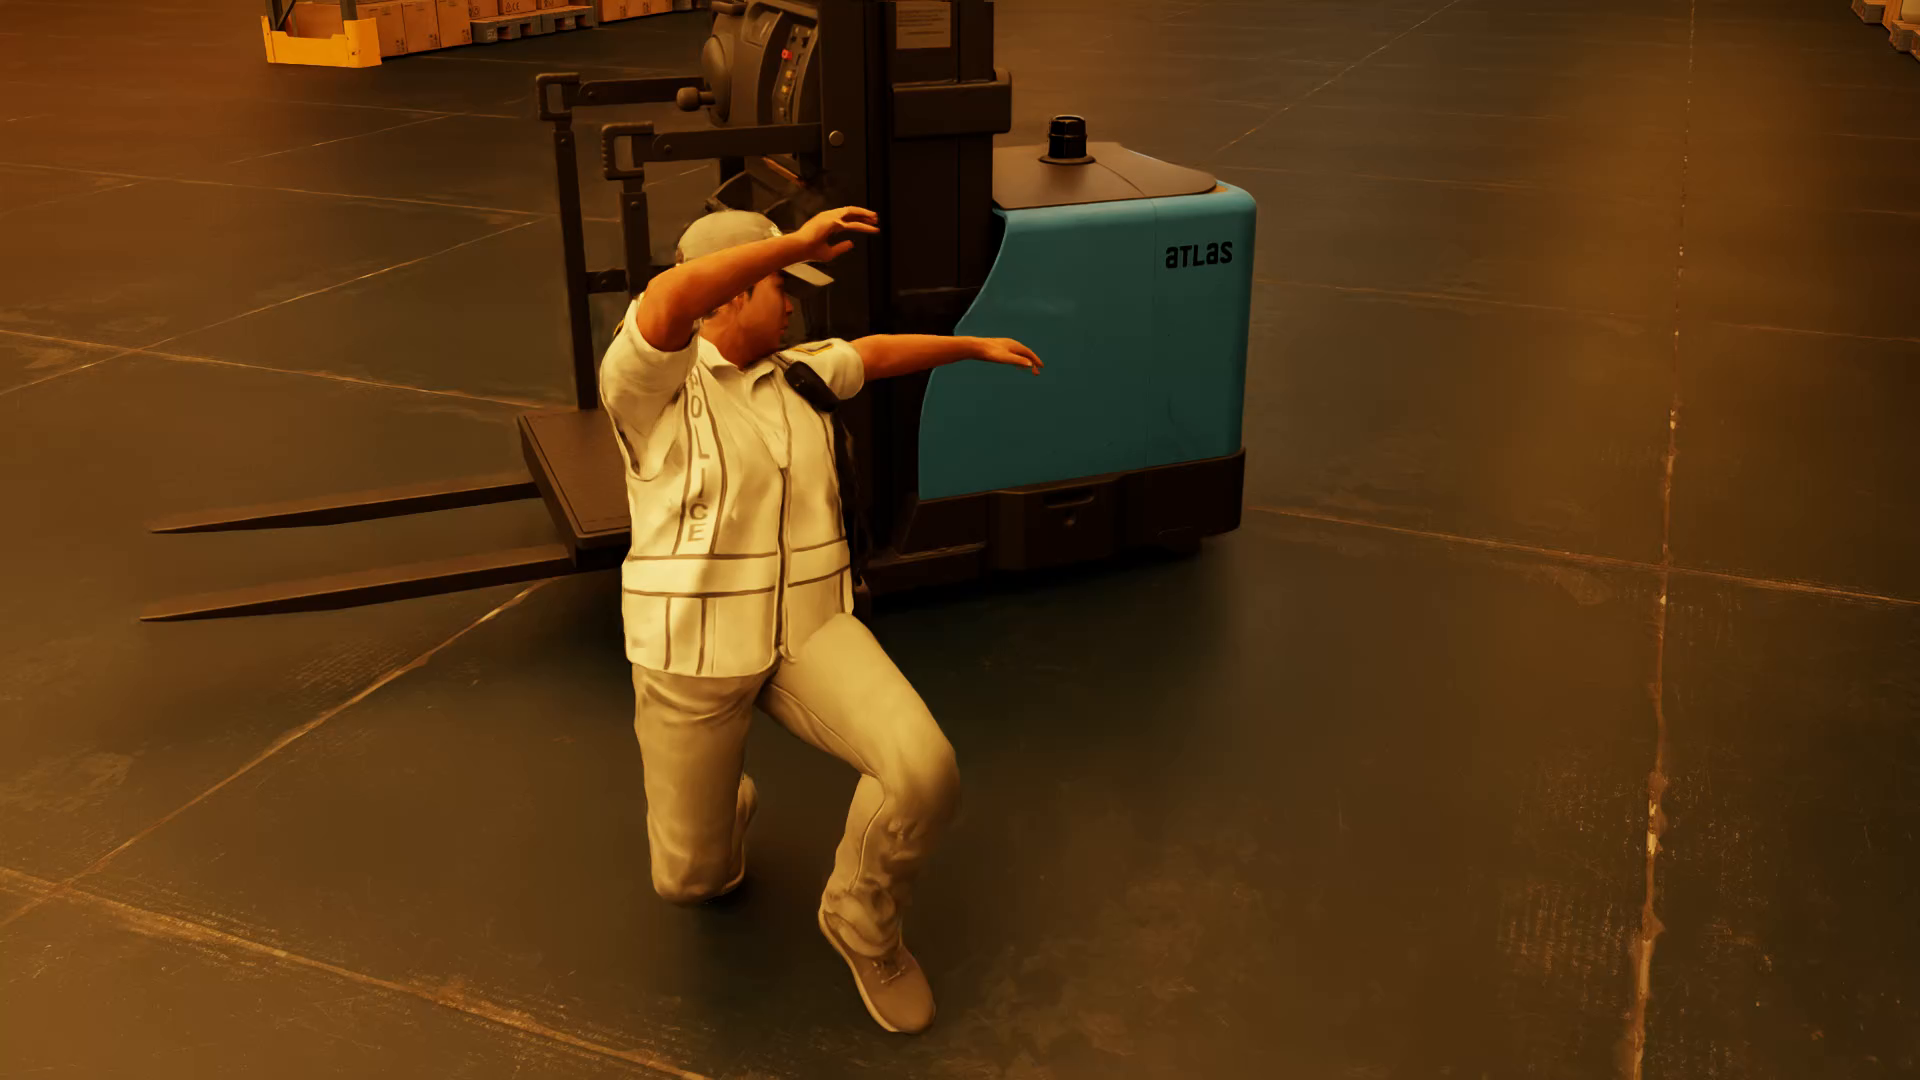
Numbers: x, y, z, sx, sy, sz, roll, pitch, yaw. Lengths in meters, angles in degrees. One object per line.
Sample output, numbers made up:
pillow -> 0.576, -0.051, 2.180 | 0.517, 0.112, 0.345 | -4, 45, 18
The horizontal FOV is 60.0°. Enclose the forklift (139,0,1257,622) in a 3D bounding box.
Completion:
forklift -> -0.720, -1.290, 4.379 | 3.031, 2.935, 1.130 | -9, 24, -20

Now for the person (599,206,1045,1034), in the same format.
person -> -0.116, 0.096, 3.061 | 1.007, 1.437, 0.857 | -12, 25, -26
